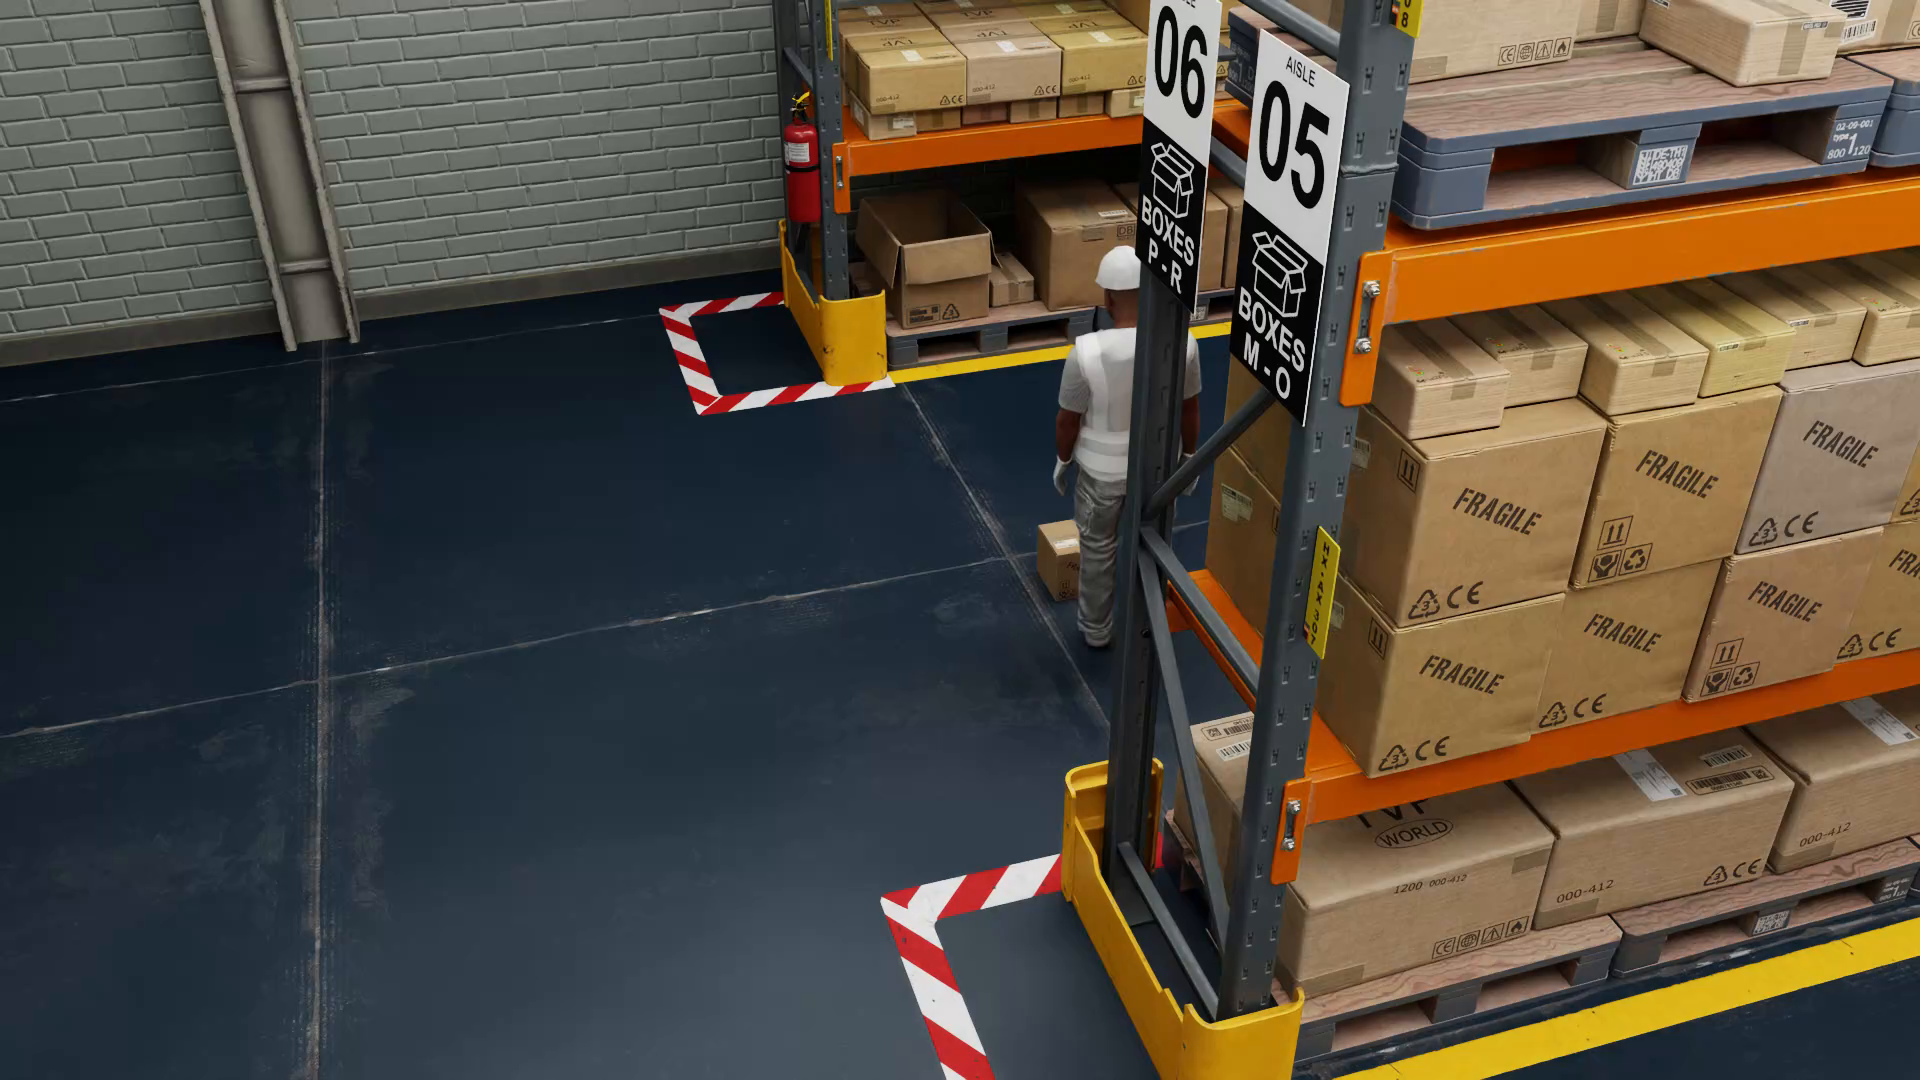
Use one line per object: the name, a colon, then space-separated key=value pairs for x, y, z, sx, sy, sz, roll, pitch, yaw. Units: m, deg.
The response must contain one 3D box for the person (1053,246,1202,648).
person: x=0.638 y=-0.341 z=6.599 sx=0.577 sy=1.784 sz=0.474 roll=-6 pitch=34 yaw=-9
